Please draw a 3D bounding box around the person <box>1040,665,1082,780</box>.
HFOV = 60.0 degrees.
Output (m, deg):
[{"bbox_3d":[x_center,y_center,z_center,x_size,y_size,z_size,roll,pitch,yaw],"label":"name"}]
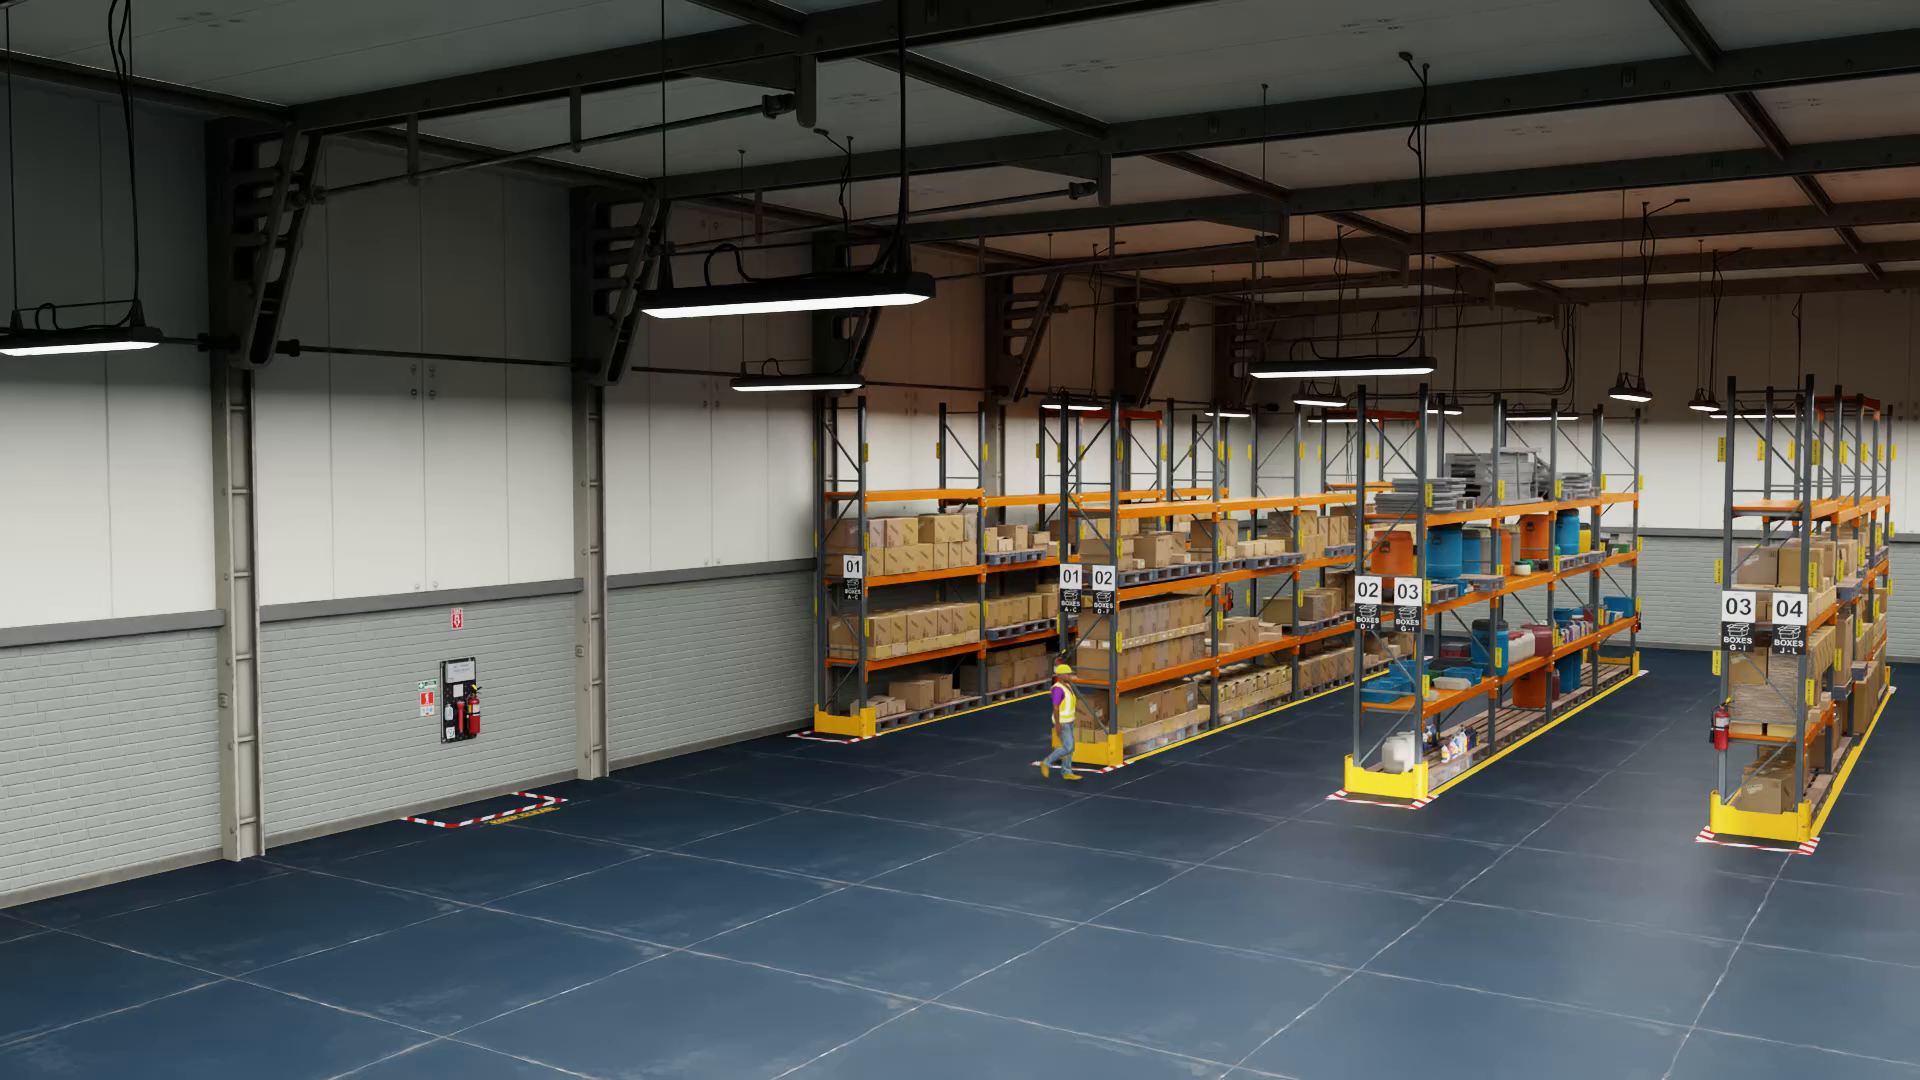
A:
[{"bbox_3d":[1.550,2.775,25.336,0.612,1.759,0.586,1,3,21],"label":"person"}]
